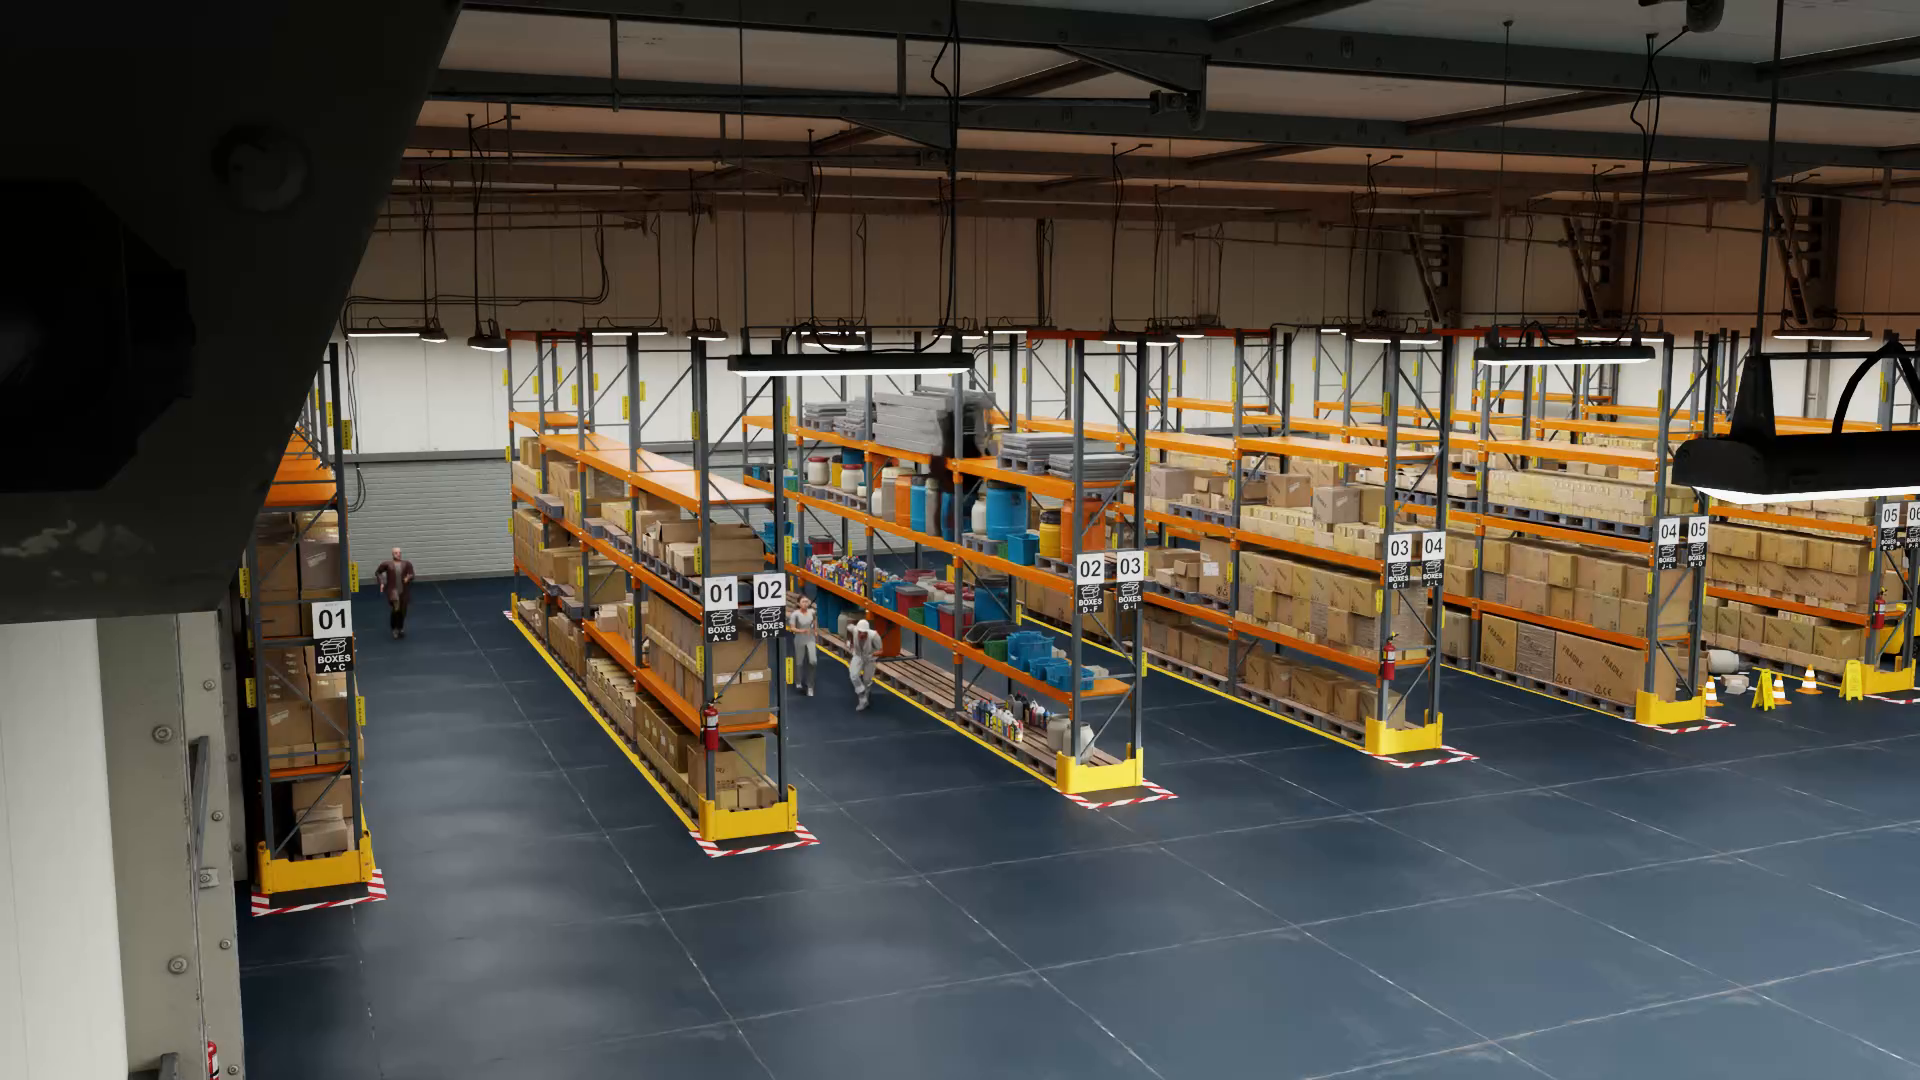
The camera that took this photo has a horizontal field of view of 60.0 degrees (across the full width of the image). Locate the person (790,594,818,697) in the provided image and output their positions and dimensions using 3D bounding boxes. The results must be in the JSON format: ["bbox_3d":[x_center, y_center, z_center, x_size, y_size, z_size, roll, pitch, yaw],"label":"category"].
[{"bbox_3d":[-2.590,1.748,27.696,0.519,1.714,0.801,-3,8,-18],"label":"person"}]

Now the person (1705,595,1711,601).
[{"bbox_3d":[15.334,0.951,33.842,0.616,1.611,0.642,-6,10,-36],"label":"person"}]

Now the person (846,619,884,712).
[{"bbox_3d":[-1.525,1.946,26.821,0.678,1.514,1.209,1,8,7],"label":"person"}]

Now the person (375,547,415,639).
[{"bbox_3d":[-10.993,1.042,32.501,0.675,1.792,0.765,-5,9,-34],"label":"person"}]
